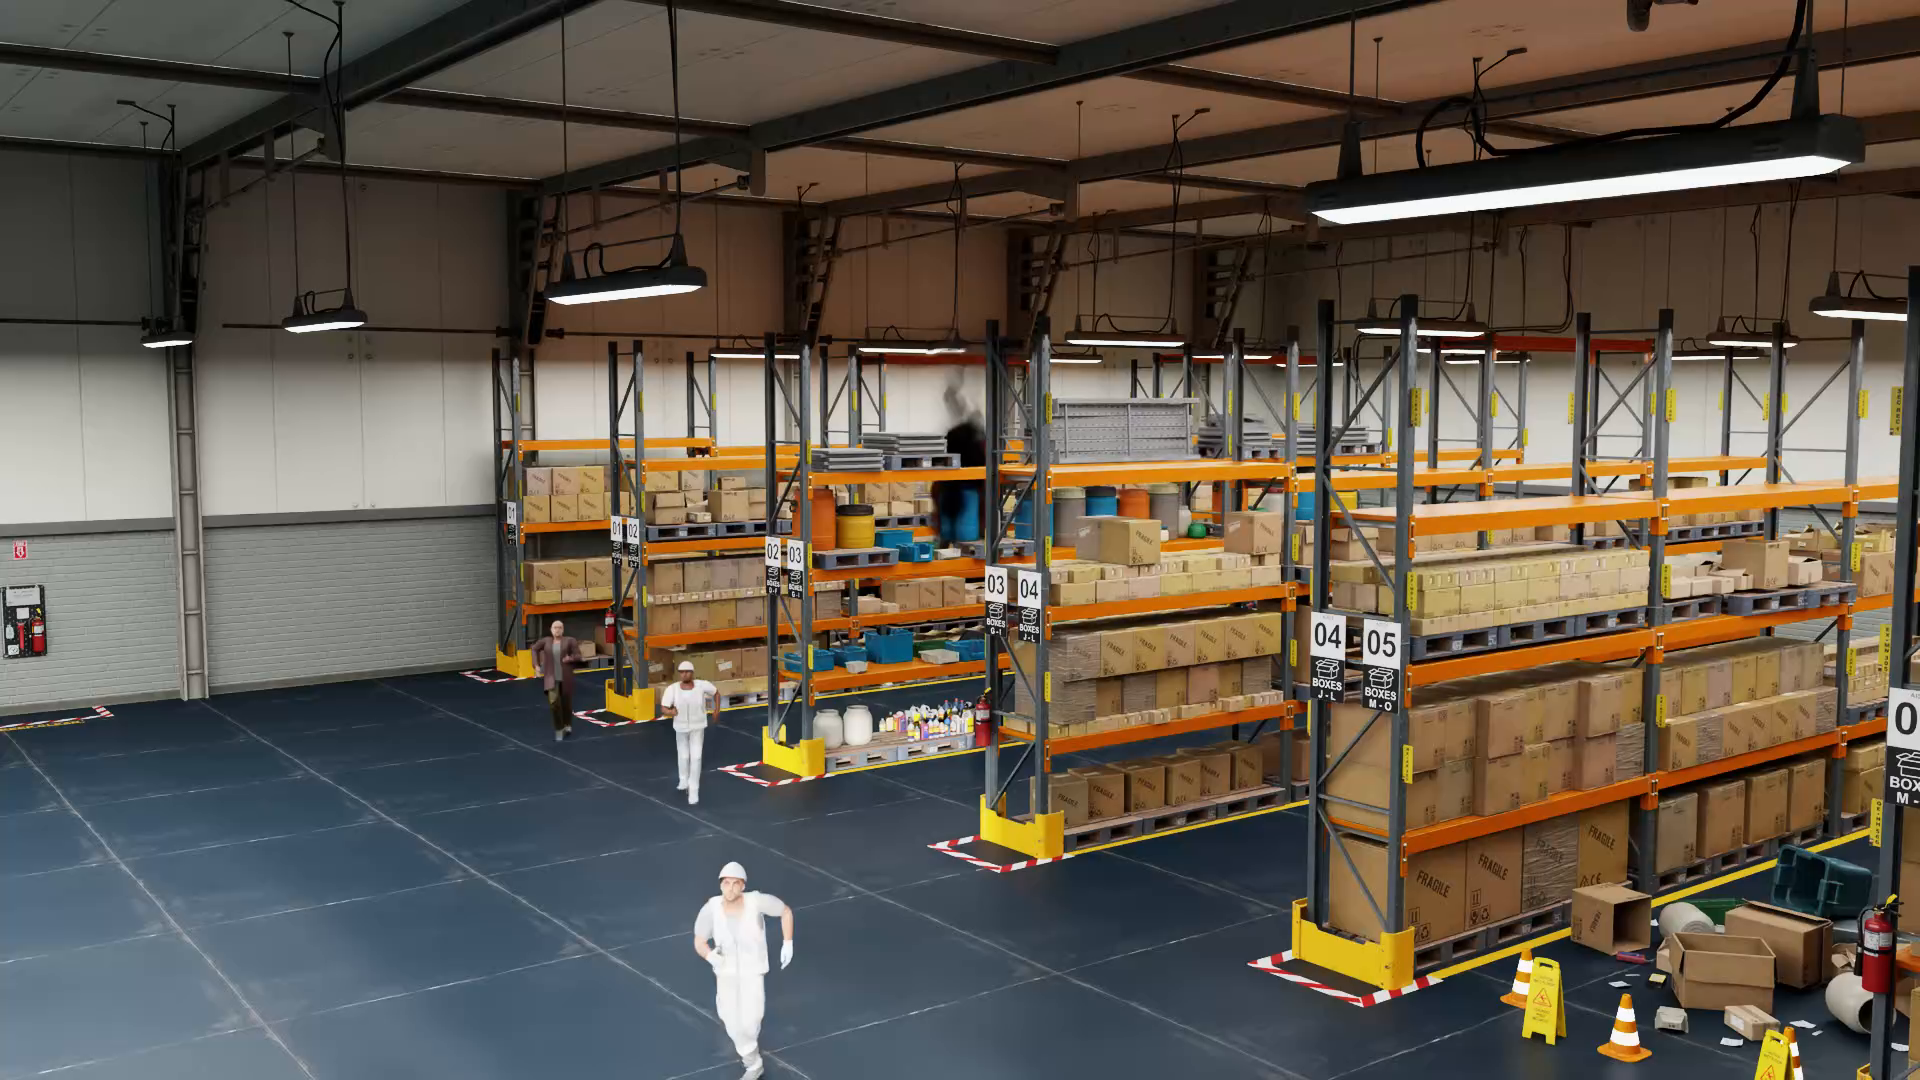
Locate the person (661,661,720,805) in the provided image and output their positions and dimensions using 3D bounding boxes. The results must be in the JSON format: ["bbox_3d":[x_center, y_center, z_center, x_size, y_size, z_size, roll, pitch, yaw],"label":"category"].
[{"bbox_3d":[-3.436,2.427,21.216,0.713,1.809,0.899,0,5,-2],"label":"person"}]

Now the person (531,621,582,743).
[{"bbox_3d":[-6.024,2.106,24.886,0.729,1.825,0.916,-1,5,-15],"label":"person"}]

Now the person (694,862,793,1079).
[{"bbox_3d":[-1.608,3.220,12.244,0.707,1.728,0.657,0,5,2],"label":"person"}]
